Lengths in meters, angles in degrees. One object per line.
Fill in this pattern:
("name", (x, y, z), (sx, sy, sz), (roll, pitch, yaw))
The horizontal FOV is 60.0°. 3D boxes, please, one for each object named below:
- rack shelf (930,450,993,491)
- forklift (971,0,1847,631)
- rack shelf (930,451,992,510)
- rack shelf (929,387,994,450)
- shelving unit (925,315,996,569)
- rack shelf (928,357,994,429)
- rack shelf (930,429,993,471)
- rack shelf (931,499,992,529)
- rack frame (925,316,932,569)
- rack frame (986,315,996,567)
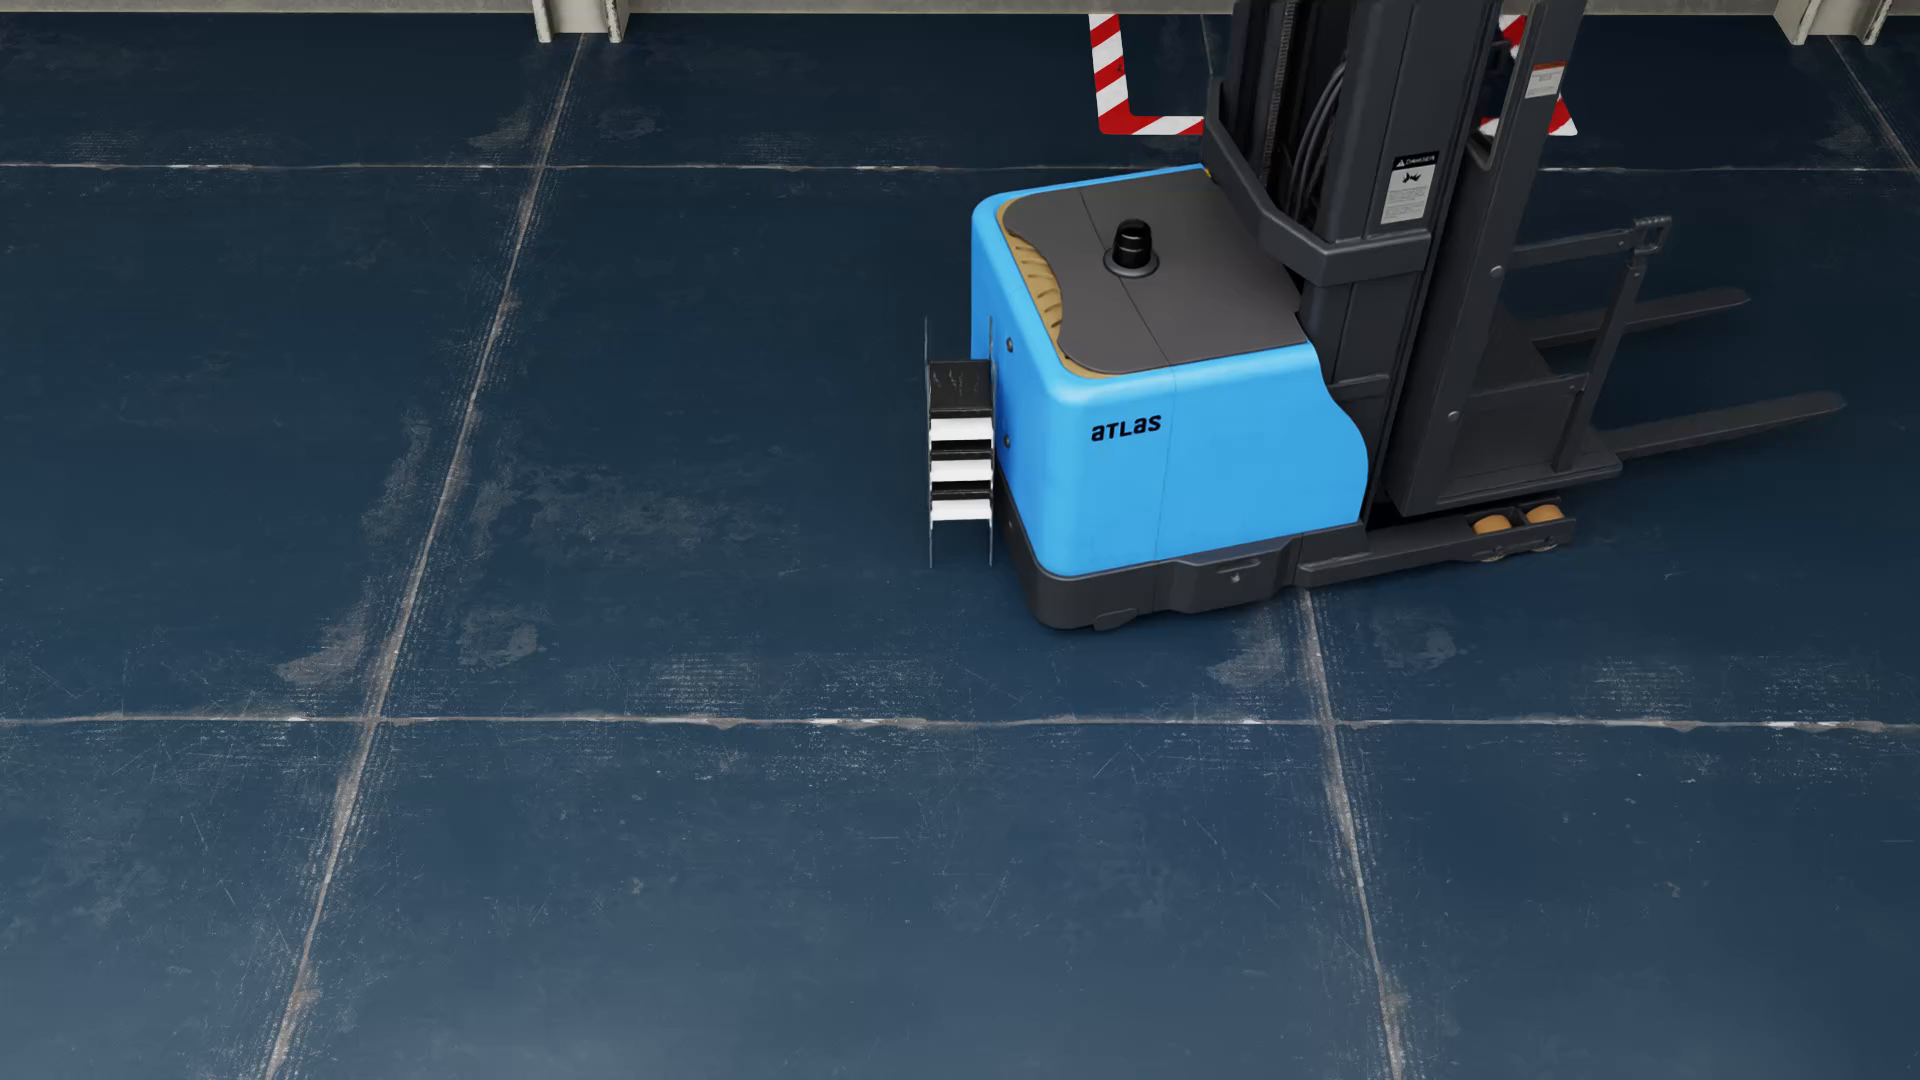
("rack shelf", (-0.001, -0.279, 5.439), (0.200, 0.077, 0.258), (-2, 47, -2))
("forklift", (1.598, -1.290, 4.948), (3.031, 2.935, 1.130), (-11, 48, -10))
("rack shelf", (-0.001, -0.217, 5.504), (0.200, 0.077, 0.258), (-2, 47, -2))
("rack shelf", (-0.001, -0.403, 5.308), (0.200, 0.077, 0.258), (-2, 47, -2))
("shelving unit", (-0.001, -0.302, 5.415), (0.210, 0.900, 0.258), (-2, 47, -2))
("rack shelf", (-0.001, -0.464, 5.243), (0.200, 0.077, 0.258), (-2, 47, -2))
("rack shelf", (-0.001, -0.341, 5.374), (0.200, 0.077, 0.258), (-2, 47, -2))
("rack shelf", (-0.001, -0.156, 5.570), (0.200, 0.077, 0.258), (-2, 47, -2))
("rack frame", (-0.103, -0.299, 5.411), (0.006, 0.900, 0.240), (-2, 47, -2))
("rack frame", (0.101, -0.305, 5.418), (0.006, 0.900, 0.240), (-2, 47, -2))
